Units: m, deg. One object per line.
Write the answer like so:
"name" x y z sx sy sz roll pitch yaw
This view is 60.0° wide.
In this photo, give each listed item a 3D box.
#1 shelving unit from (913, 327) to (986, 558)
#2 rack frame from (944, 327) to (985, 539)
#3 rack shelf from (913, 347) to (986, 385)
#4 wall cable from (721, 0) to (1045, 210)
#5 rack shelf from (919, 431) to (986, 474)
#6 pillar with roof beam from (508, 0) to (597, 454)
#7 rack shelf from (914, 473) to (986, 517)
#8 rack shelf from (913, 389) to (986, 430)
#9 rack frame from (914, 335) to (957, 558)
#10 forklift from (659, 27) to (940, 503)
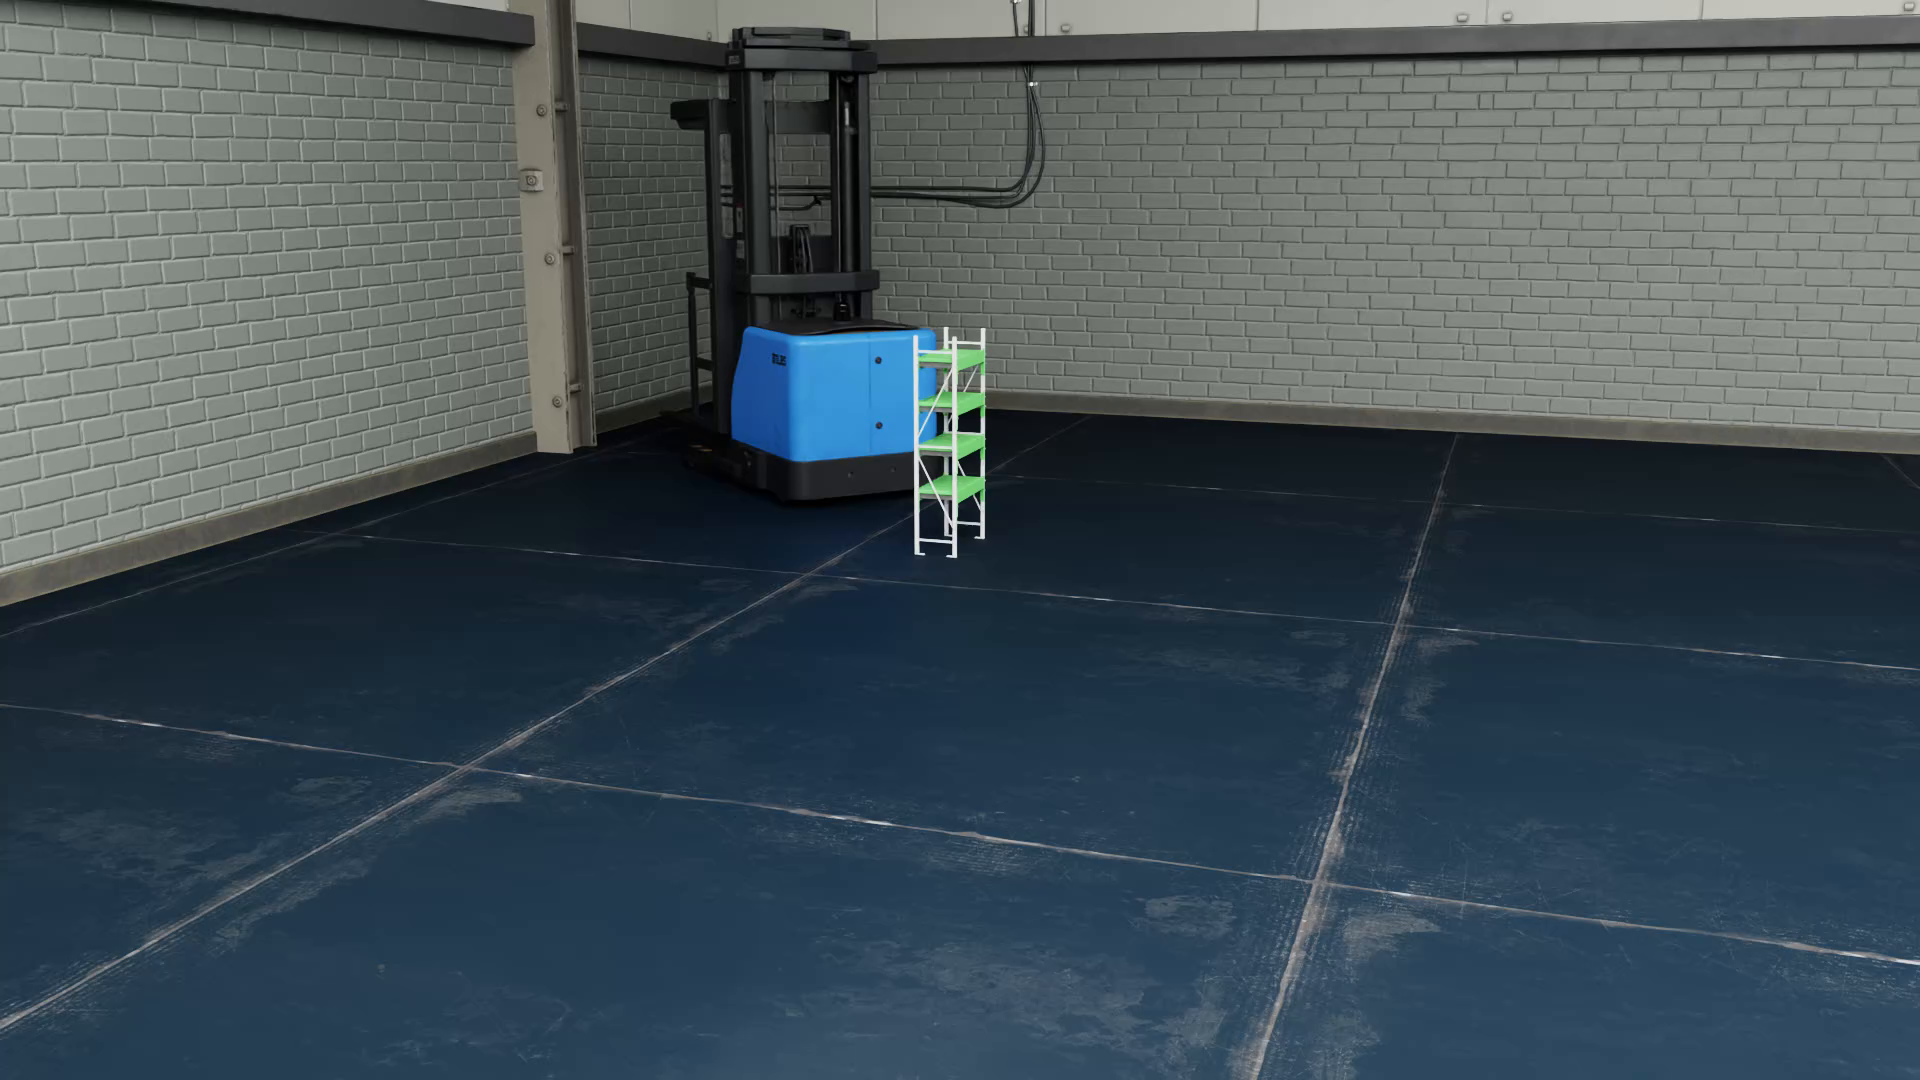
"shelving unit" -0.054 -0.550 9.202 0.258 1.200 0.503 4 14 18
"rack frame" 0.025 -0.601 9.427 0.240 1.200 0.015 4 14 18
"rack shelf" -0.054 -0.956 9.109 0.258 0.148 0.480 4 14 18
"wall cable" -0.762 -4.089 14.160 3.097 2.526 0.112 4 14 18
"rack shelf" -0.054 -0.488 9.216 0.258 0.148 0.480 4 14 18
"pillar with roof beam" 1.107 -4.768 10.156 9.100 9.000 0.400 4 14 18
"rack shelf" -0.054 -0.254 9.269 0.258 0.148 0.480 4 14 18
"rack shelf" -0.054 -0.722 9.162 0.258 0.148 0.480 4 14 18
"rack frame" -0.132 -0.499 8.977 0.240 1.200 0.015 4 14 18
"forklift" -1.289 -1.943 11.416 1.130 2.935 3.031 -7 15 -28
